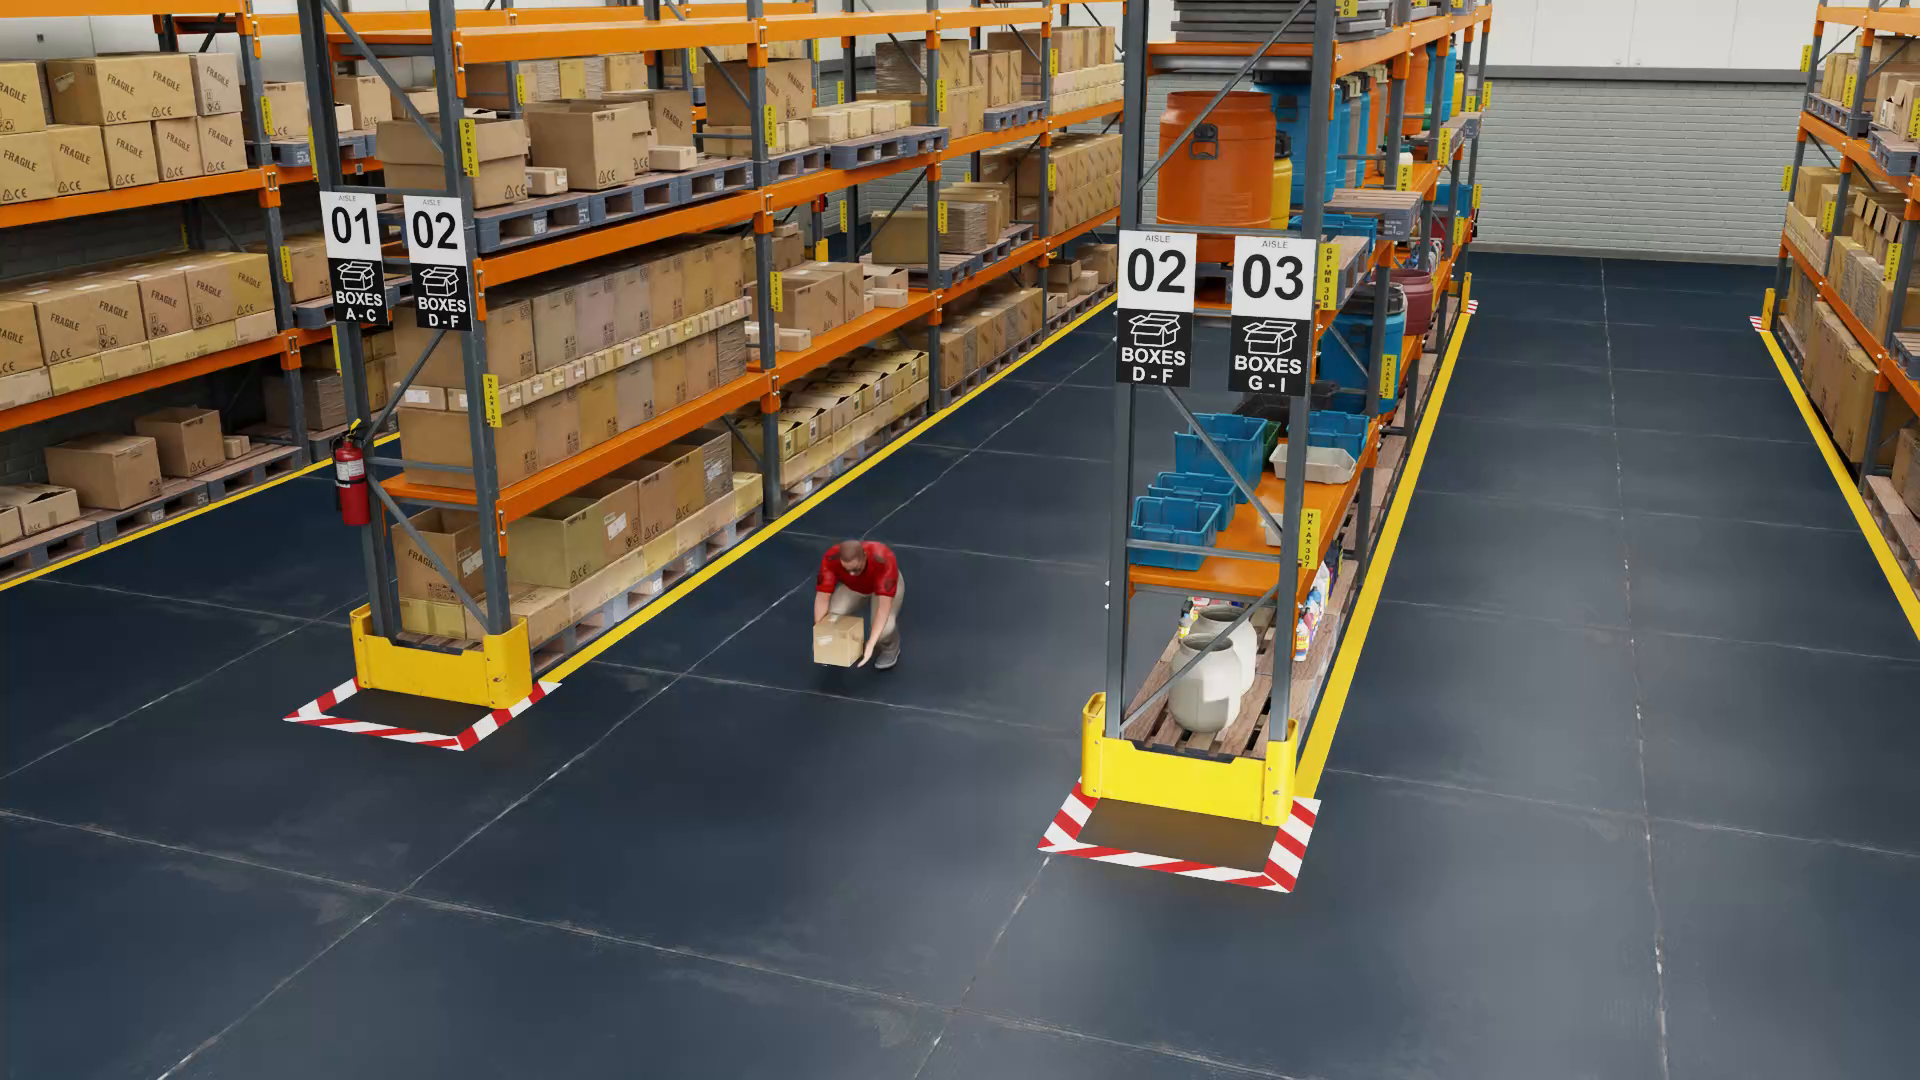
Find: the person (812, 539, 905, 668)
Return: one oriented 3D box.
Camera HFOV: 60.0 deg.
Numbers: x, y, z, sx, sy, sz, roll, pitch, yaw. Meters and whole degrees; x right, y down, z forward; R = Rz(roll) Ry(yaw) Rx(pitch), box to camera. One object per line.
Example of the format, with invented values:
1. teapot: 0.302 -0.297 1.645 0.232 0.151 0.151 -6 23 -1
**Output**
1. person: -0.642 0.383 11.100 0.566 1.001 0.883 6 20 18
